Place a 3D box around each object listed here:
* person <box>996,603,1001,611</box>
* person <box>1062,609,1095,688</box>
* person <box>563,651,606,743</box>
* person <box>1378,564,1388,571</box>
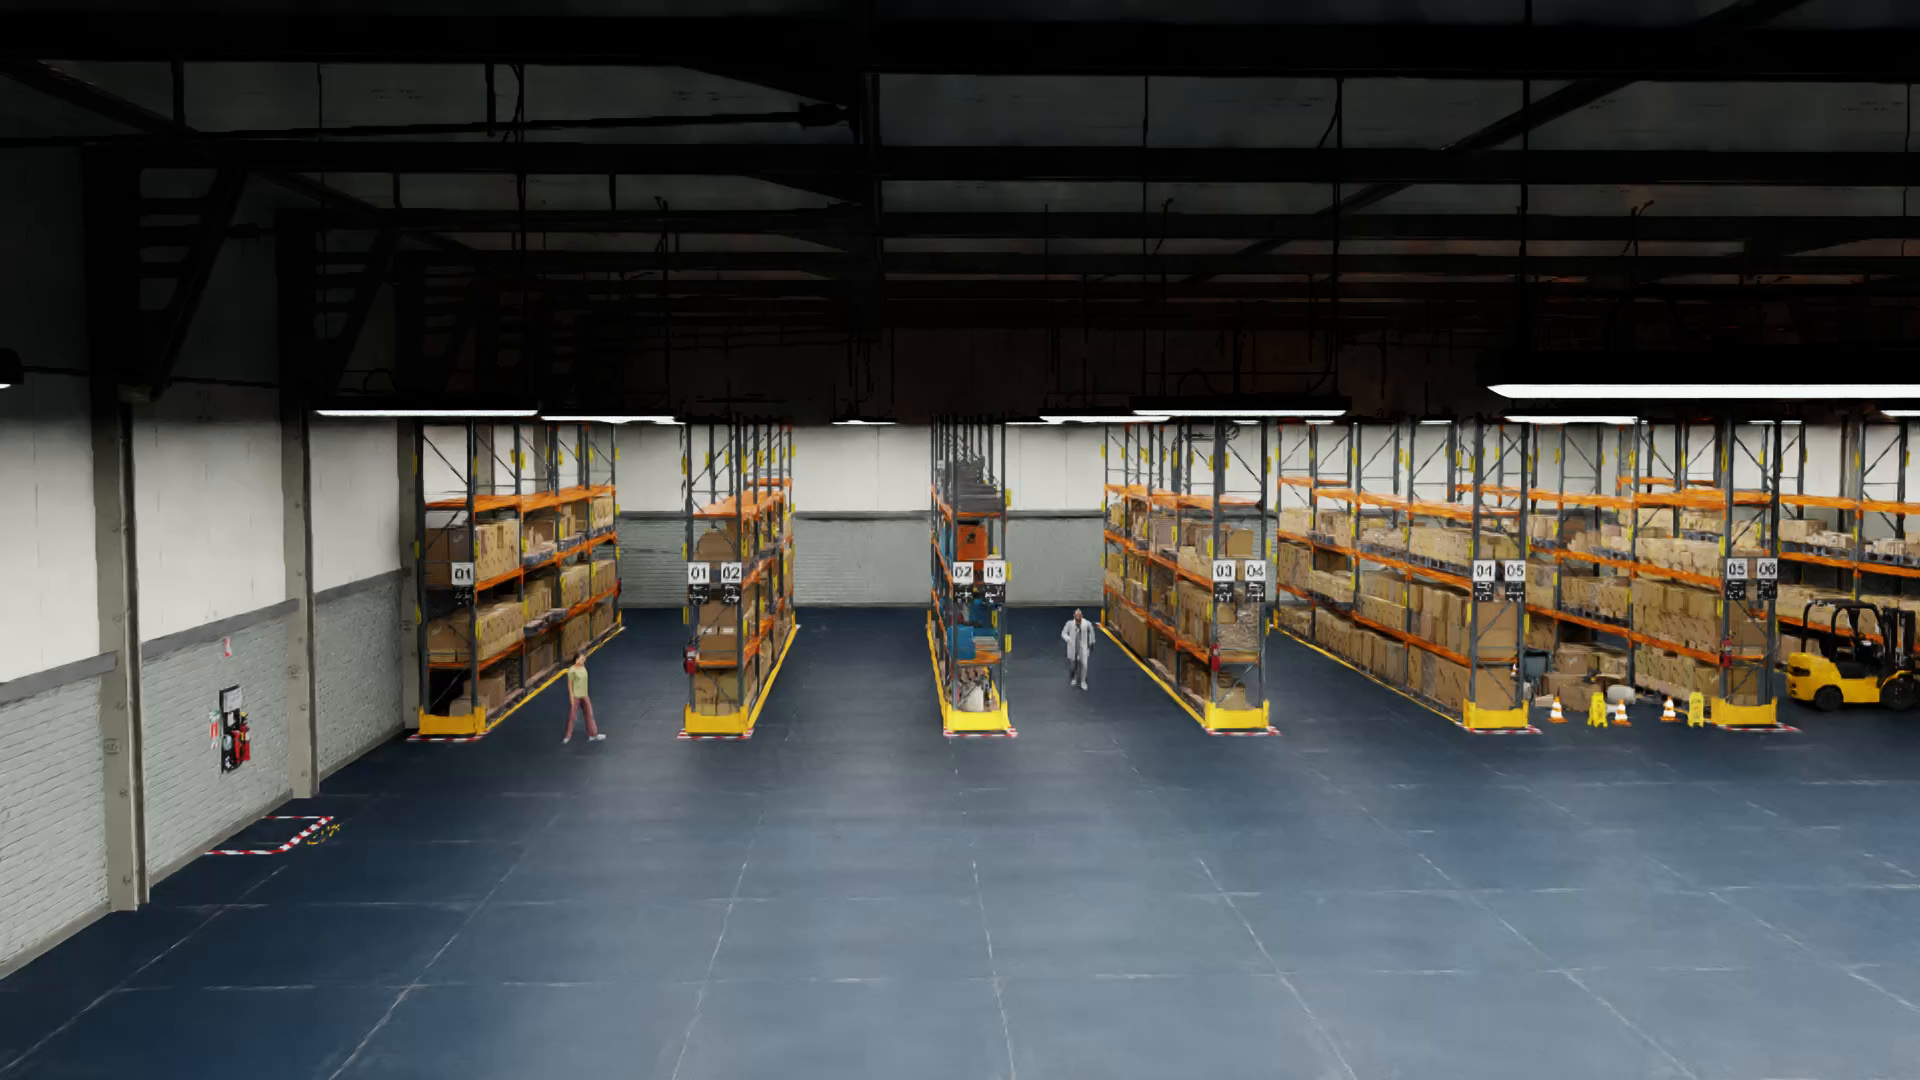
[{"bbox_3d":[1.083,1.412,51.528,0.355,1.592,0.516,-2,4,-30],"label":"person"},{"bbox_3d":[2.607,2.415,36.695,0.736,1.620,0.904,0,4,3],"label":"person"},{"bbox_3d":[-6.875,2.826,30.156,0.562,1.661,0.690,3,5,34],"label":"person"},{"bbox_3d":[12.553,1.525,48.875,0.544,1.766,0.632,-2,5,-30],"label":"person"}]
